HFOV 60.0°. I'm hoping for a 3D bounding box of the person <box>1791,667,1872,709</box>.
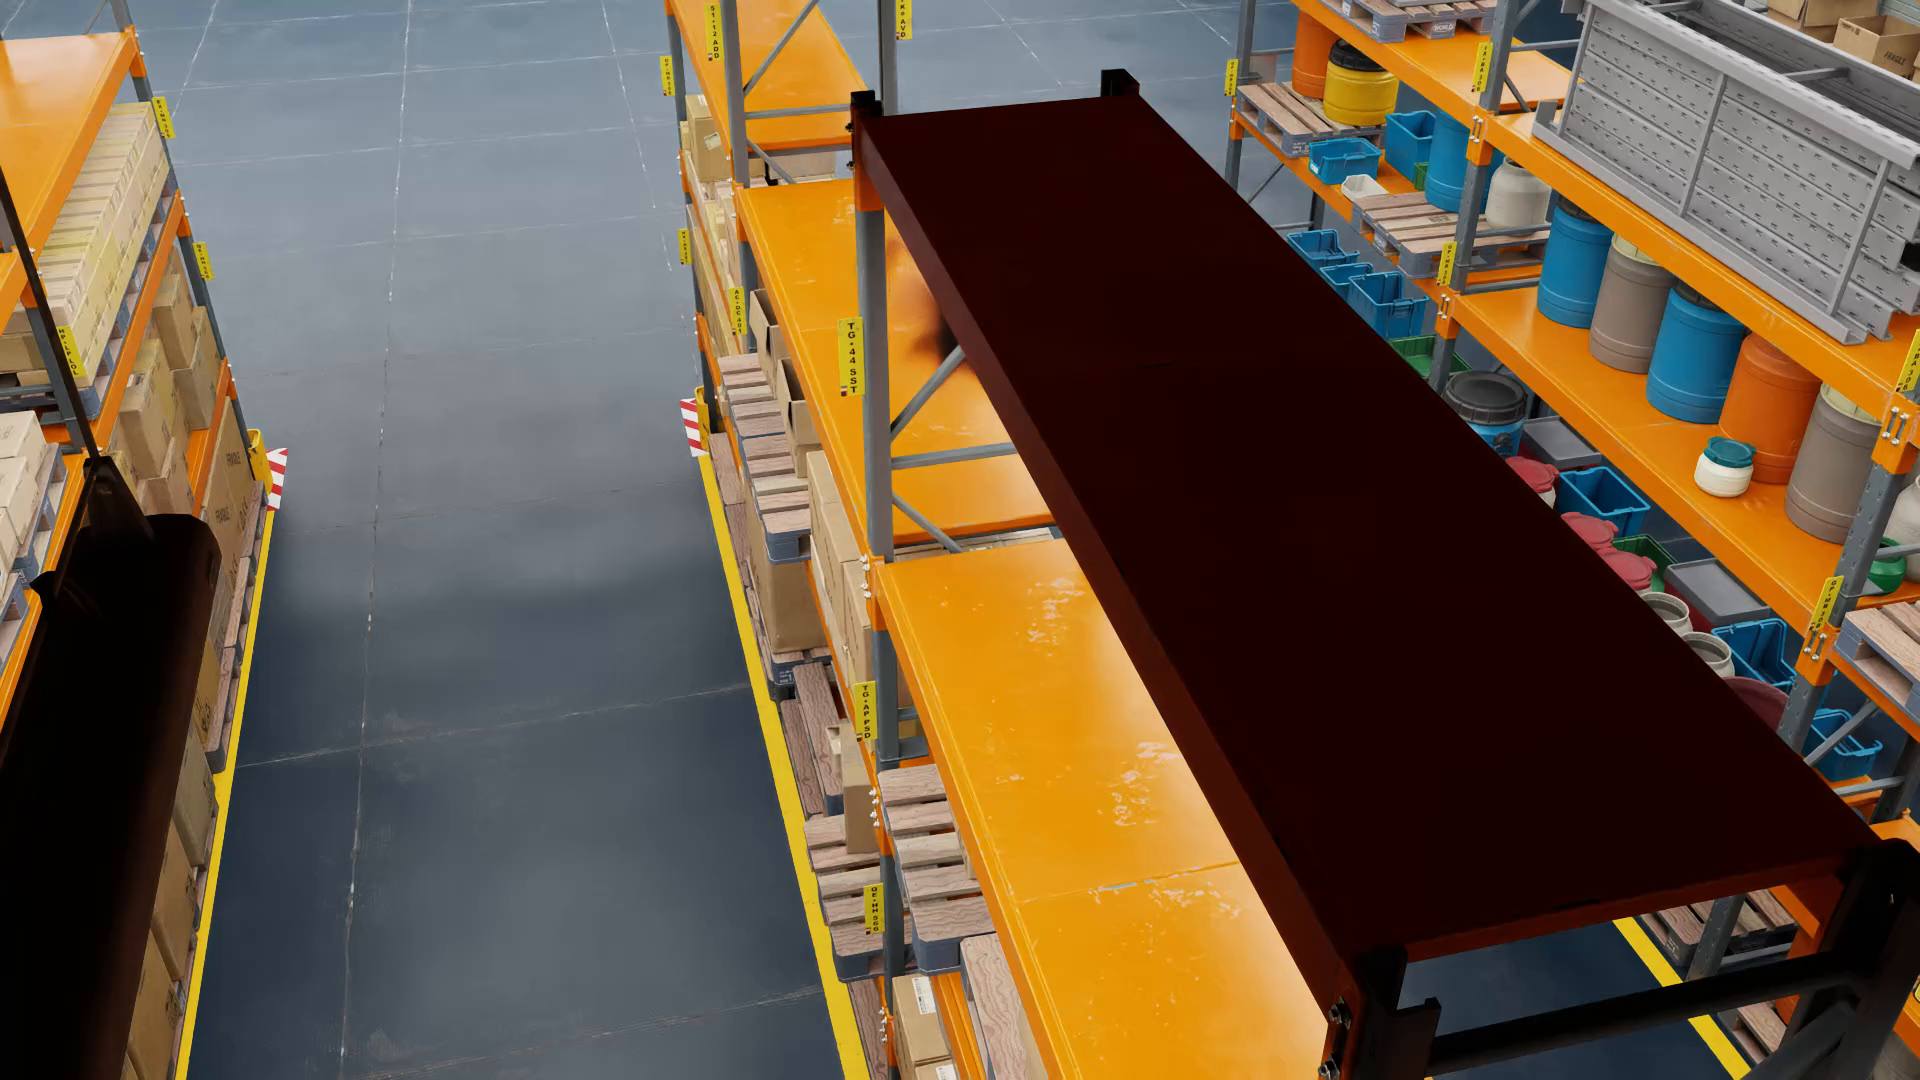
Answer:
[{"bbox_3d":[6.416,0.596,11.920,0.550,1.538,0.866,-15,37,-21],"label":"person"}]
